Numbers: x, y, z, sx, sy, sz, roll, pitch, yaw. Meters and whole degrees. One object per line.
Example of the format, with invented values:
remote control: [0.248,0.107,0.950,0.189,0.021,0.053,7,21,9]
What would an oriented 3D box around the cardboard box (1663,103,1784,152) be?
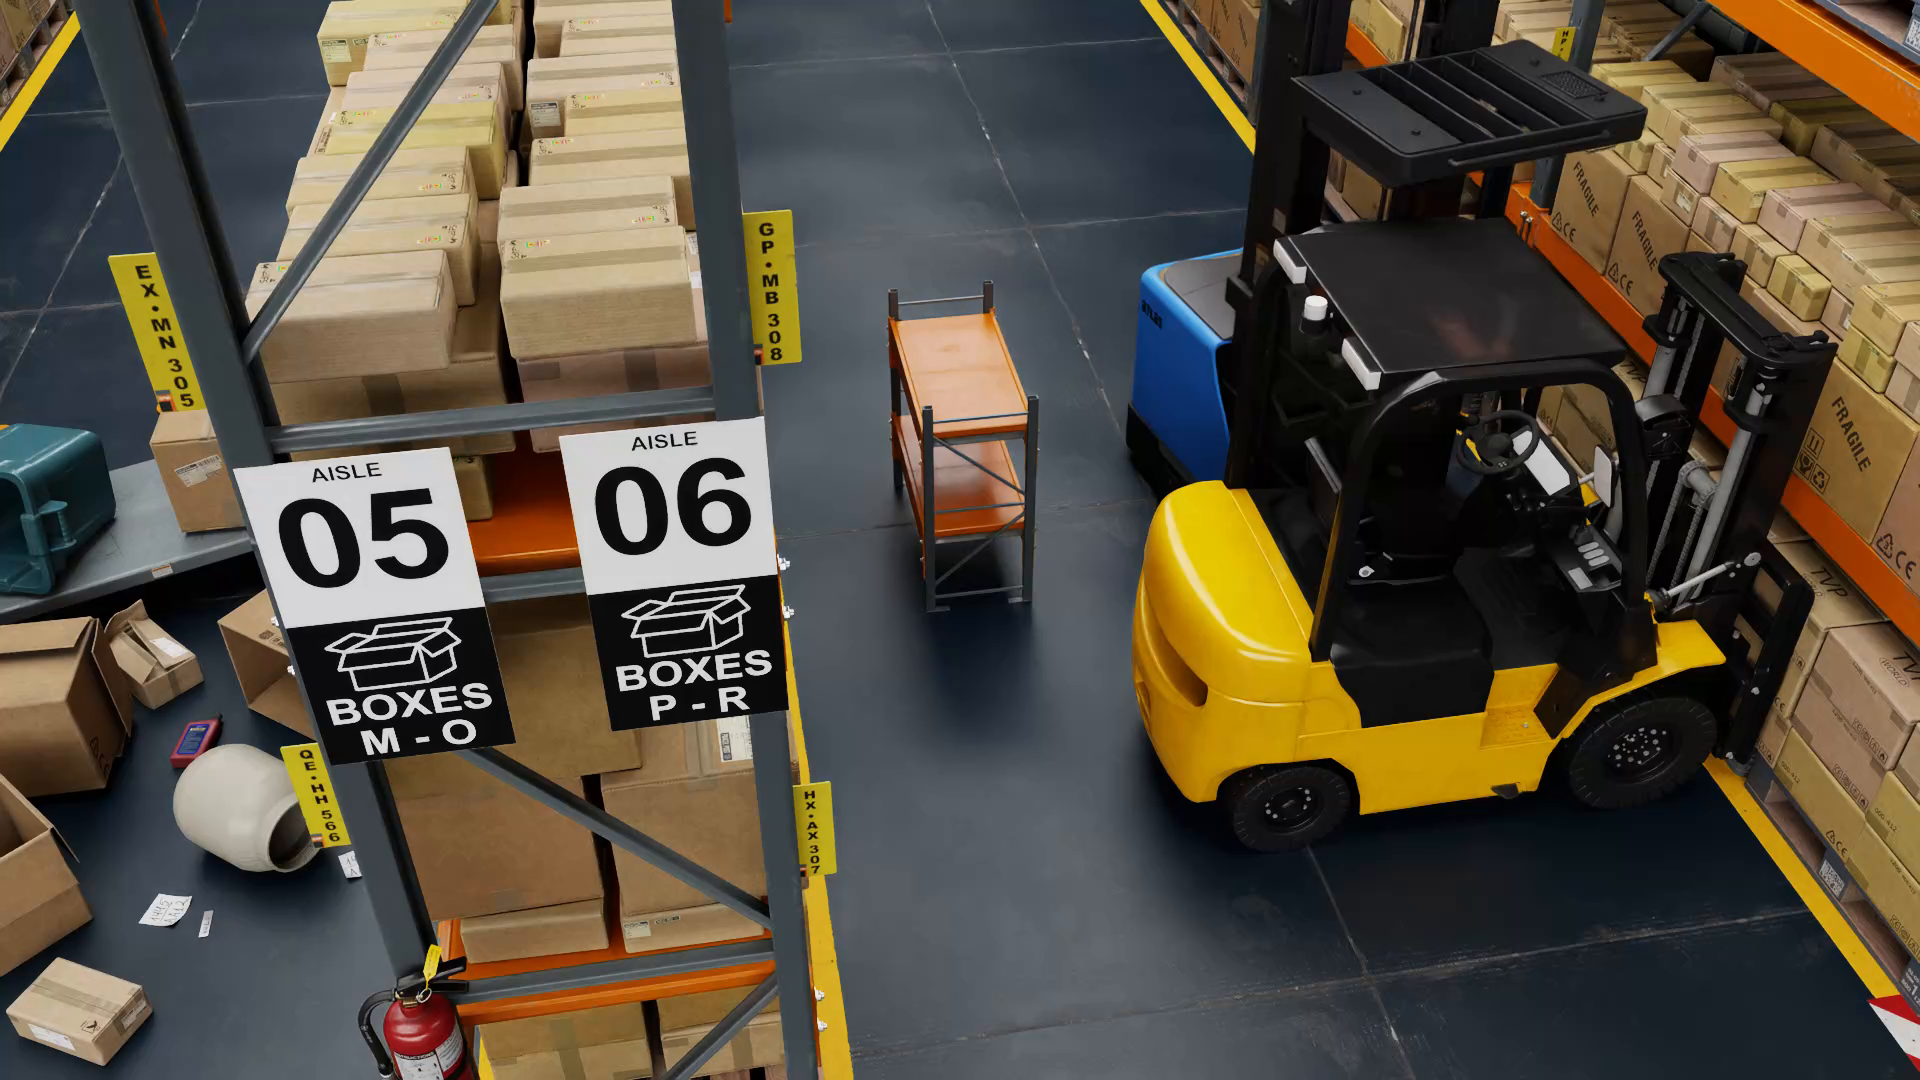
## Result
cardboard box: [3.243,-1.726,7.074,0.380,0.149,0.250,-7,38,-9]

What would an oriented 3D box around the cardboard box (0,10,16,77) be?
cardboard box: [-7.300,-3.679,12.136,0.500,0.500,0.500,-7,38,-9]

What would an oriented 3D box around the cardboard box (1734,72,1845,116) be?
cardboard box: [3.648,-1.935,7.343,0.380,0.149,0.250,-7,38,-9]

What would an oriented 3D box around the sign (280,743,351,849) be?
sign: [-1.444,0.579,3.758,0.100,0.325,0.005,-6,38,-8]

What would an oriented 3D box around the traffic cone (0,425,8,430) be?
traffic cone: [-5.199,-0.679,8.647,0.336,0.463,0.334,-6,38,-8]

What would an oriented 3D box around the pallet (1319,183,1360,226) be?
pallet: [2.906,-1.916,10.444,1.003,0.211,1.213,-6,38,-8]

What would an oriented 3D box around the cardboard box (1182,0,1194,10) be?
cardboard box: [2.023,-4.596,13.316,0.500,0.500,0.500,-8,38,-10]

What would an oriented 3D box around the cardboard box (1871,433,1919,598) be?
cardboard box: [3.566,-0.045,5.681,0.500,0.500,0.500,-5,38,-7]

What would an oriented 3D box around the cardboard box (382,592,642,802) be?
cardboard box: [-1.198,0.277,4.209,0.700,0.500,0.500,-7,38,-9]

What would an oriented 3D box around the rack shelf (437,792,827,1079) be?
rack shelf: [-1.244,0.190,6.047,1.077,0.370,4.000,-6,38,-8]

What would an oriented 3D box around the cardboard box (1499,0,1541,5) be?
cardboard box: [2.782,-2.768,8.658,0.380,0.149,0.250,-7,38,-9]

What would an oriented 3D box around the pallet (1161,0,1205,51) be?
pallet: [2.286,-4.343,13.569,1.003,0.211,1.213,-6,38,-8]

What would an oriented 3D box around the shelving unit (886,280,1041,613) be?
shelving unit: [-0.001,-0.448,7.810,0.538,1.125,1.048,-6,38,-8]

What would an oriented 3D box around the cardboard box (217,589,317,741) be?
cardboard box: [-2.747,0.478,7.126,0.500,0.500,0.500,19,42,23]

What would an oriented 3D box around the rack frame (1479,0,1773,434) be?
rack frame: [3.291,-1.838,8.071,1.000,3.000,0.127,-6,38,-8]

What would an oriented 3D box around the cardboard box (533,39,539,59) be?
cardboard box: [-0.984,-1.387,4.926,0.500,0.250,0.500,-5,38,-7]

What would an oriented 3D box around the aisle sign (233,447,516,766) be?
aisle sign: [-1.168,0.156,3.385,0.394,0.787,0.004,-6,38,-8]

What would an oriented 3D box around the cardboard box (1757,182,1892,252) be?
cardboard box: [3.359,-1.257,6.471,0.380,0.149,0.250,-6,38,-8]

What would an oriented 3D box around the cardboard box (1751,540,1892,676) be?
cardboard box: [3.411,0.247,6.471,0.500,0.250,0.500,-6,38,-7]

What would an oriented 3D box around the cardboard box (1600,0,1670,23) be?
cardboard box: [3.402,-2.688,8.555,0.380,0.149,0.250,-6,38,-8]

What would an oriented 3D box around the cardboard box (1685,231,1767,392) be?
cardboard box: [3.309,-0.963,6.863,0.500,0.500,0.500,-7,38,-8]

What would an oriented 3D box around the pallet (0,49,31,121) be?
pallet: [-7.498,-3.231,12.137,1.003,0.211,1.213,-6,38,-8]

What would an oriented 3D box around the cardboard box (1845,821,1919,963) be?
cardboard box: [3.599,1.248,5.998,0.500,0.250,0.500,-6,38,-8]

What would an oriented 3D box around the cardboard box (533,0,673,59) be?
cardboard box: [-0.991,-1.445,4.675,0.380,0.149,0.250,-5,38,-7]

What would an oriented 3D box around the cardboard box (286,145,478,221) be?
cardboard box: [-1.314,-0.771,3.807,0.380,0.149,0.250,-7,38,-8]

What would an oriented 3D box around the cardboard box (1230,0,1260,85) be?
cardboard box: [2.304,-3.665,12.118,0.500,0.500,0.500,-5,38,-7]

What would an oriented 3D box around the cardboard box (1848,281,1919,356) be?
cardboard box: [3.400,-0.789,5.868,0.380,0.149,0.250,-6,38,-7]

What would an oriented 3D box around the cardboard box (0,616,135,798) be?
cardboard box: [-3.866,0.694,6.736,0.797,0.637,0.503,-6,38,-8]

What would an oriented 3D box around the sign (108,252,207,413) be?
sign: [-1.444,-0.373,3.018,0.100,0.325,0.005,-6,38,-8]

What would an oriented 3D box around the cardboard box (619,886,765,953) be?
cardboard box: [-0.750,0.986,4.641,0.380,0.149,0.250,-6,38,-8]

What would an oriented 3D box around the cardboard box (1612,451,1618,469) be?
cardboard box: [3.239,-0.181,7.430,0.500,0.250,0.500,-7,38,-8]

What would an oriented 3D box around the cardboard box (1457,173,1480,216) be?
cardboard box: [3.060,-1.850,9.679,0.875,0.625,0.625,-7,38,-8]

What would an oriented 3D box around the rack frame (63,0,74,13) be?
rack frame: [-7.853,-5.541,12.837,1.000,3.000,0.127,-6,38,-8]

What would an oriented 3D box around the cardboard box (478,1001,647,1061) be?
cardboard box: [-1.291,1.282,5.343,0.500,0.500,0.500,-6,38,-8]

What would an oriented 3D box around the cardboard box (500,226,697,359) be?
cardboard box: [-0.755,-0.523,3.488,0.380,0.149,0.250,-6,38,-8]

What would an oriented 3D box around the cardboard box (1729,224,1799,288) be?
cardboard box: [3.284,-1.137,6.558,0.380,0.149,0.250,-7,38,-9]

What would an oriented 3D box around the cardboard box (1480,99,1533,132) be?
cardboard box: [2.953,-2.246,8.310,0.500,0.250,0.500,-7,38,-9]

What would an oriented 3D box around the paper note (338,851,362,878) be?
paper note: [-2.346,1.254,6.510,0.142,0.019,0.148,-20,42,-23]

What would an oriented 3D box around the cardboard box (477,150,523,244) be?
cardboard box: [-1.323,-0.714,4.059,0.500,0.250,0.500,-7,38,-9]

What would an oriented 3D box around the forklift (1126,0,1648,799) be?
forklift: [1.883,-0.909,6.931,1.130,2.935,3.031,-14,40,-17]

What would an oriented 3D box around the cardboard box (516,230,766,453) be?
cardboard box: [-0.720,-0.461,3.733,0.500,0.250,0.500,-7,38,-9]

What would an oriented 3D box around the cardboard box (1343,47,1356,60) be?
cardboard box: [2.686,-3.104,11.294,0.875,0.625,0.625,-5,38,-7]

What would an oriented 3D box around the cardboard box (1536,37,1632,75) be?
cardboard box: [3.013,-2.316,8.076,0.380,0.149,0.250,-5,38,-6]

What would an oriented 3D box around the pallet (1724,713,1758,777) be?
pallet: [3.607,0.486,7.352,1.003,0.211,1.213,-6,38,-8]

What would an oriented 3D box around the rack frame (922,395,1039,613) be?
rack frame: [0.088,-0.141,7.415,0.500,1.125,0.032,-6,38,-8]

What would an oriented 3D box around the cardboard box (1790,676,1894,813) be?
cardboard box: [3.522,0.736,6.249,0.500,0.250,0.500,-7,38,-8]

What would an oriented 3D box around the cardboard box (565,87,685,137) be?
cardboard box: [-0.769,-0.991,4.090,0.380,0.149,0.250,-6,38,-8]

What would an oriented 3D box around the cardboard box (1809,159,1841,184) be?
cardboard box: [3.800,-1.507,7.034,0.380,0.149,0.250,-6,38,-8]

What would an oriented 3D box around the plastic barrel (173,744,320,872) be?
plastic barrel: [-2.746,1.047,6.458,0.512,0.421,0.421,19,42,23]

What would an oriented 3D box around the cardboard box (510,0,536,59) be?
cardboard box: [-1.613,-1.635,5.245,0.500,0.250,0.500,-6,38,-8]

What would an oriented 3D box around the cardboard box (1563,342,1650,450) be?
cardboard box: [3.147,-0.677,7.661,0.500,0.250,0.500,-6,38,-8]

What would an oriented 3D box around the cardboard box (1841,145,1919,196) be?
cardboard box: [3.839,-1.473,6.749,0.380,0.149,0.250,-7,38,-9]

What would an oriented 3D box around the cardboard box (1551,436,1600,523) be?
cardboard box: [3.154,-0.285,7.971,0.500,0.250,0.500,-7,38,-9]

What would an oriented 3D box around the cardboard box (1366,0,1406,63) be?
cardboard box: [2.697,-2.973,9.653,0.500,0.250,0.500,-5,38,-6]

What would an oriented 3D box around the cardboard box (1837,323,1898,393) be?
cardboard box: [3.407,-0.669,5.956,0.380,0.149,0.250,-6,38,-8]

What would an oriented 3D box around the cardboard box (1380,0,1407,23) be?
cardboard box: [2.702,-3.172,9.502,0.500,0.250,0.500,-6,38,-7]

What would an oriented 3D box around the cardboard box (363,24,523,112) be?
cardboard box: [-1.364,-1.239,4.410,0.380,0.149,0.250,-7,38,-9]

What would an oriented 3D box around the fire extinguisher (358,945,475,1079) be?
fire extinguisher: [-1.327,1.263,4.142,0.296,0.674,0.183,-6,38,-8]

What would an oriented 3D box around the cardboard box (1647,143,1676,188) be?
cardboard box: [3.208,-1.602,7.157,0.380,0.149,0.250,-6,38,-8]
